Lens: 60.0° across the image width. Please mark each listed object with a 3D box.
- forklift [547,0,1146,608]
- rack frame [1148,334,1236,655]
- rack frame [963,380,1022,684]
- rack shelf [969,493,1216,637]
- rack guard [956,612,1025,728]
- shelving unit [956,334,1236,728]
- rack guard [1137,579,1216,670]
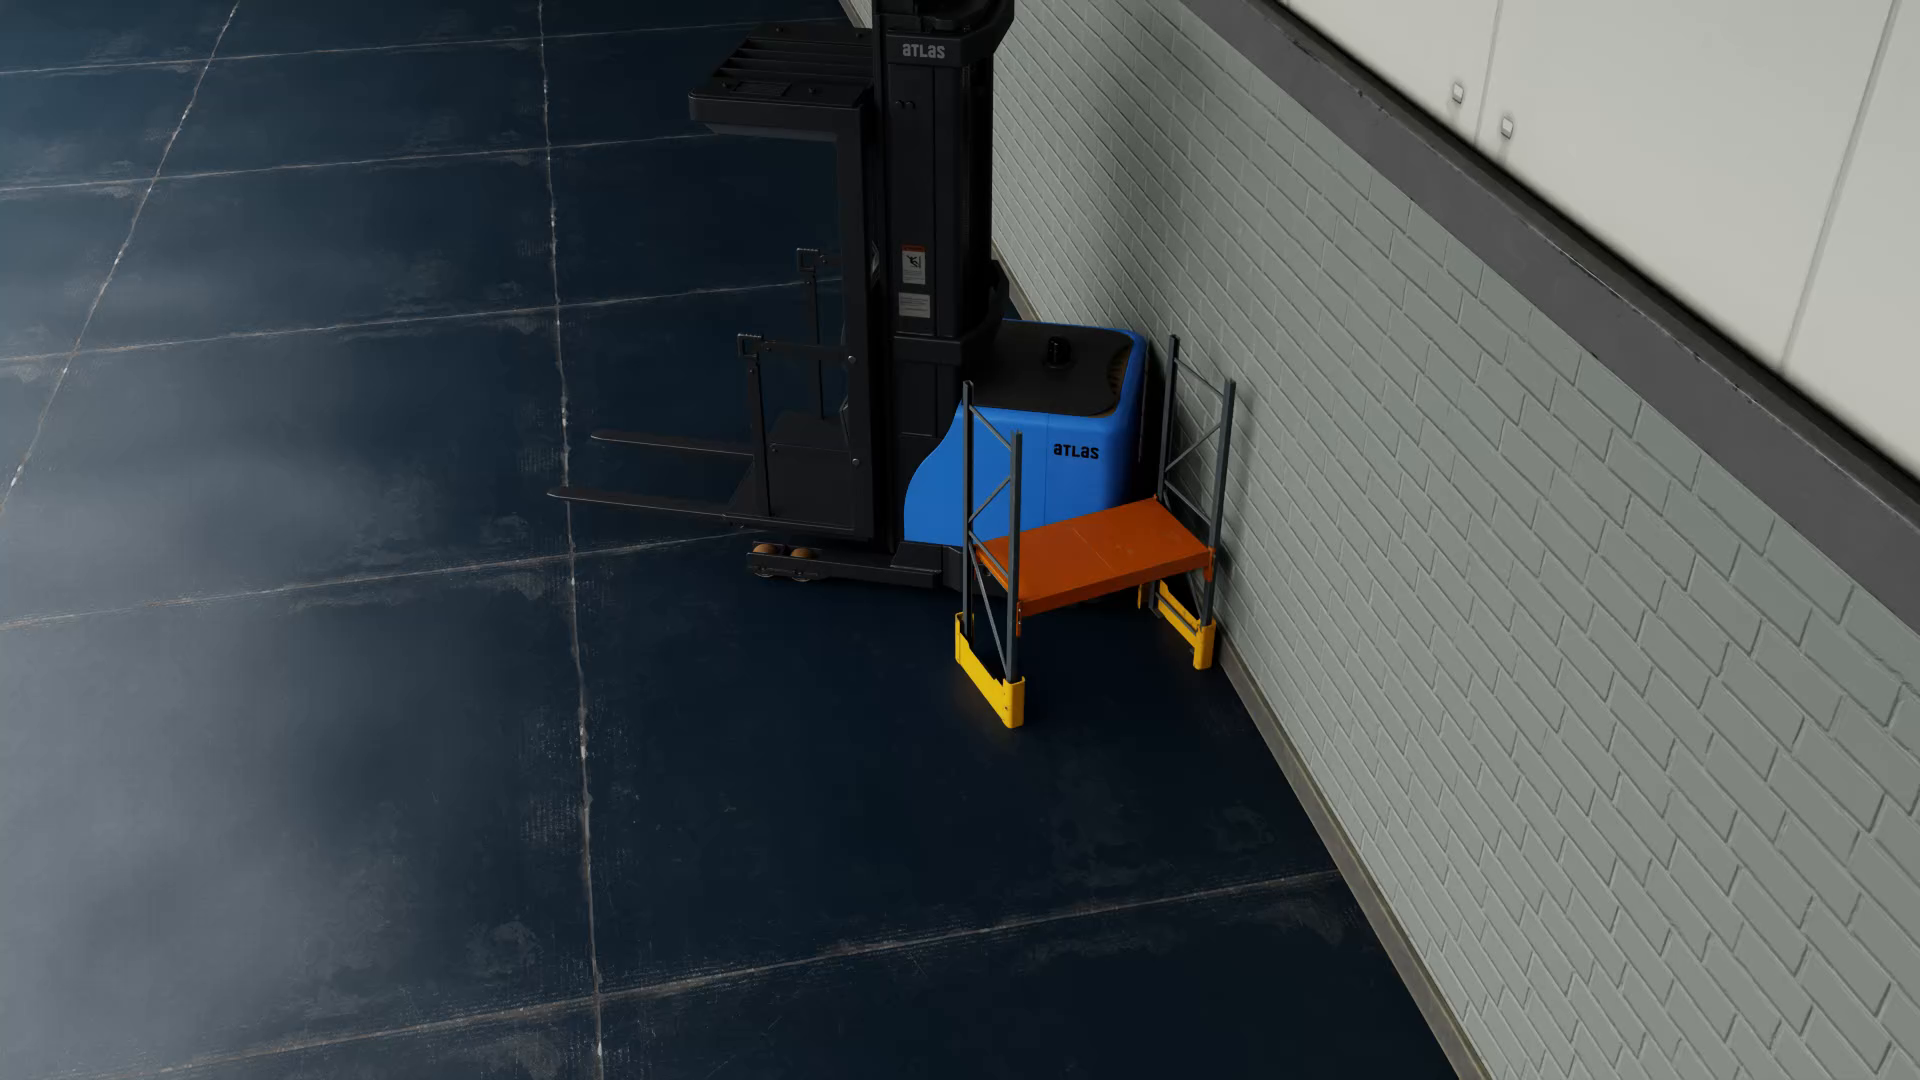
[{"bbox_3d":[-0.616,-1.287,8.037,3.031,2.935,1.130,6,34,9],"label":"forklift"},{"bbox_3d":[1.053,-0.169,7.655,0.032,1.500,0.500,-15,37,-21],"label":"rack frame"},{"bbox_3d":[0.133,0.071,7.297,0.032,1.500,0.500,-15,37,-21],"label":"rack frame"},{"bbox_3d":[0.593,0.101,7.577,1.000,0.185,0.538,-15,37,-21],"label":"rack shelf"},{"bbox_3d":[0.134,0.590,7.646,0.087,0.250,0.587,-15,37,-21],"label":"rack guard"},{"bbox_3d":[0.585,-0.046,7.473,1.083,1.500,0.587,-15,37,-21],"label":"shelving unit"},{"bbox_3d":[1.036,0.355,7.997,0.087,0.250,0.587,-15,37,-21],"label":"rack guard"}]
